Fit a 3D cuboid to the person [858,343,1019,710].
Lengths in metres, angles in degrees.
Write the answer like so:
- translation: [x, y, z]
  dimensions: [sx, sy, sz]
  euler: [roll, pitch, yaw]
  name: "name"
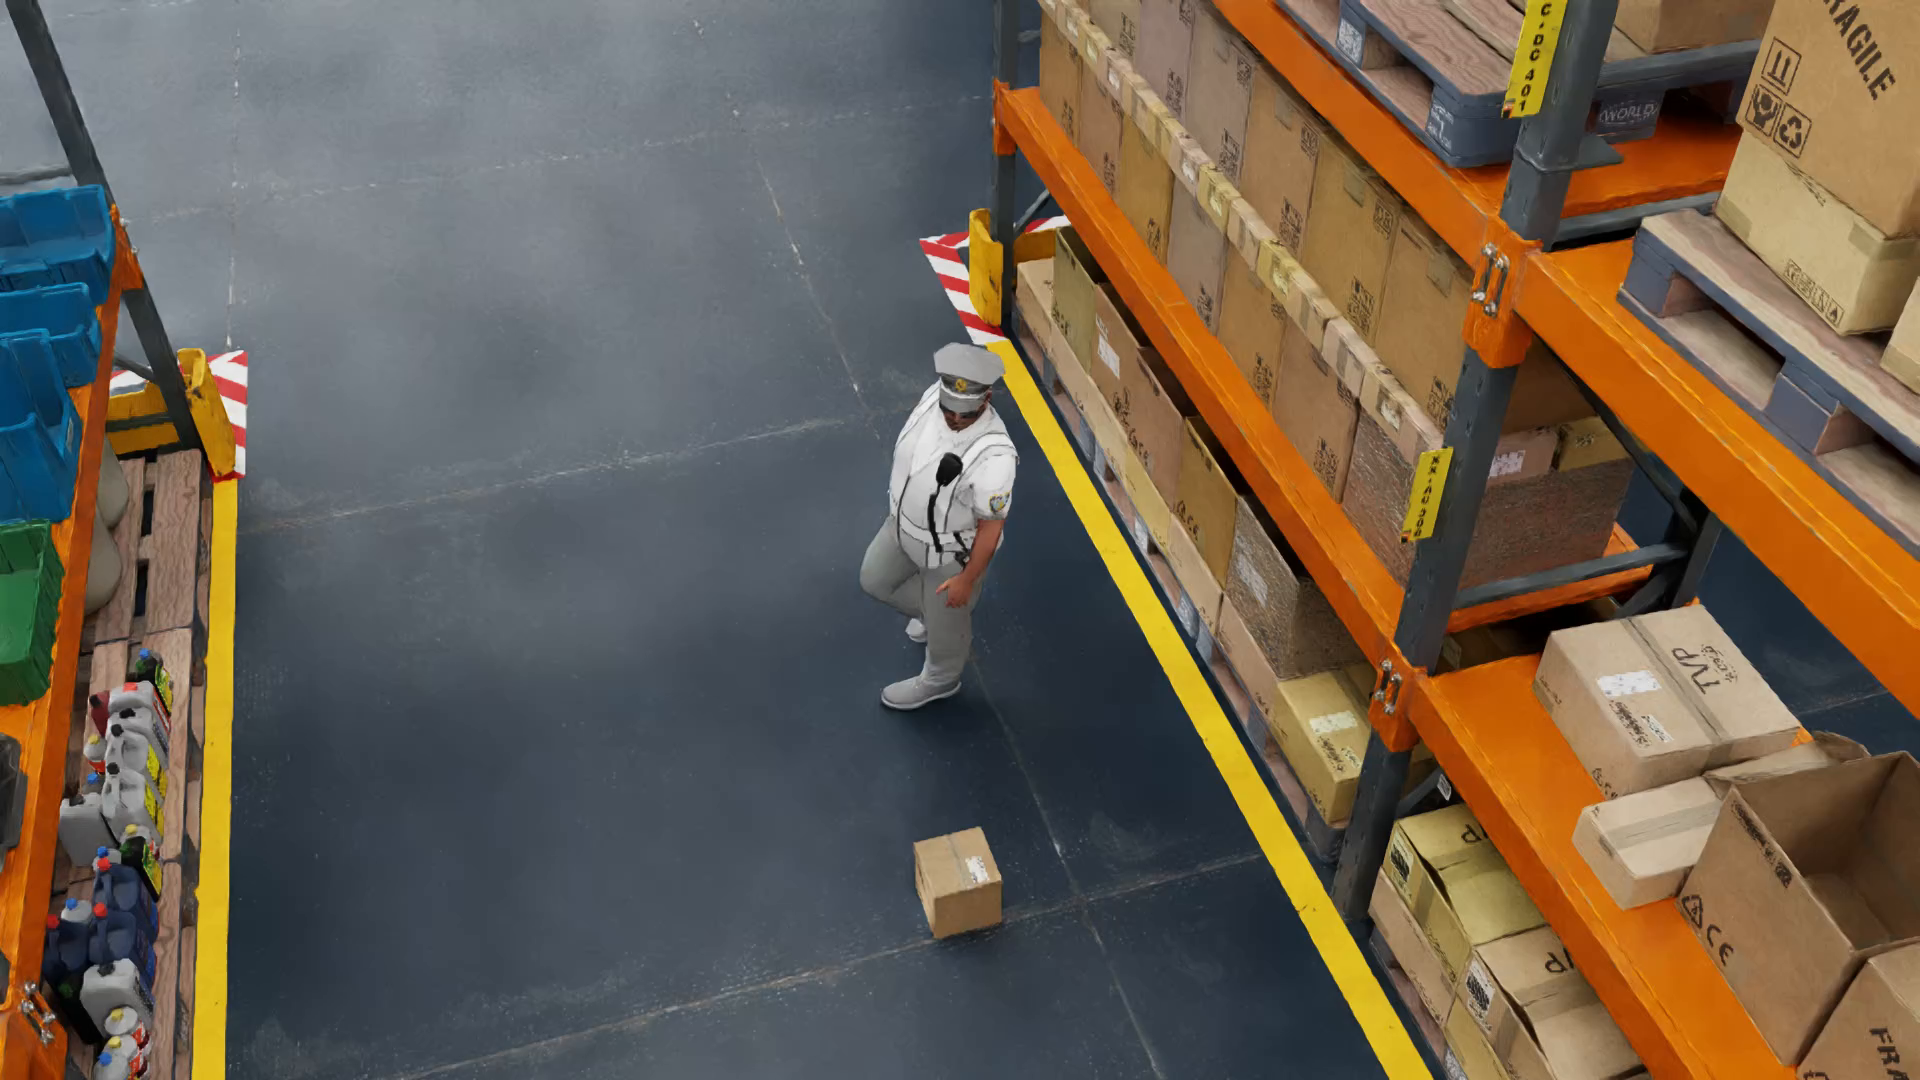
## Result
- translation: [-0.096, -0.027, 6.179]
  dimensions: [0.450, 1.749, 0.706]
  euler: [-21, 46, -22]
  name: "person"
